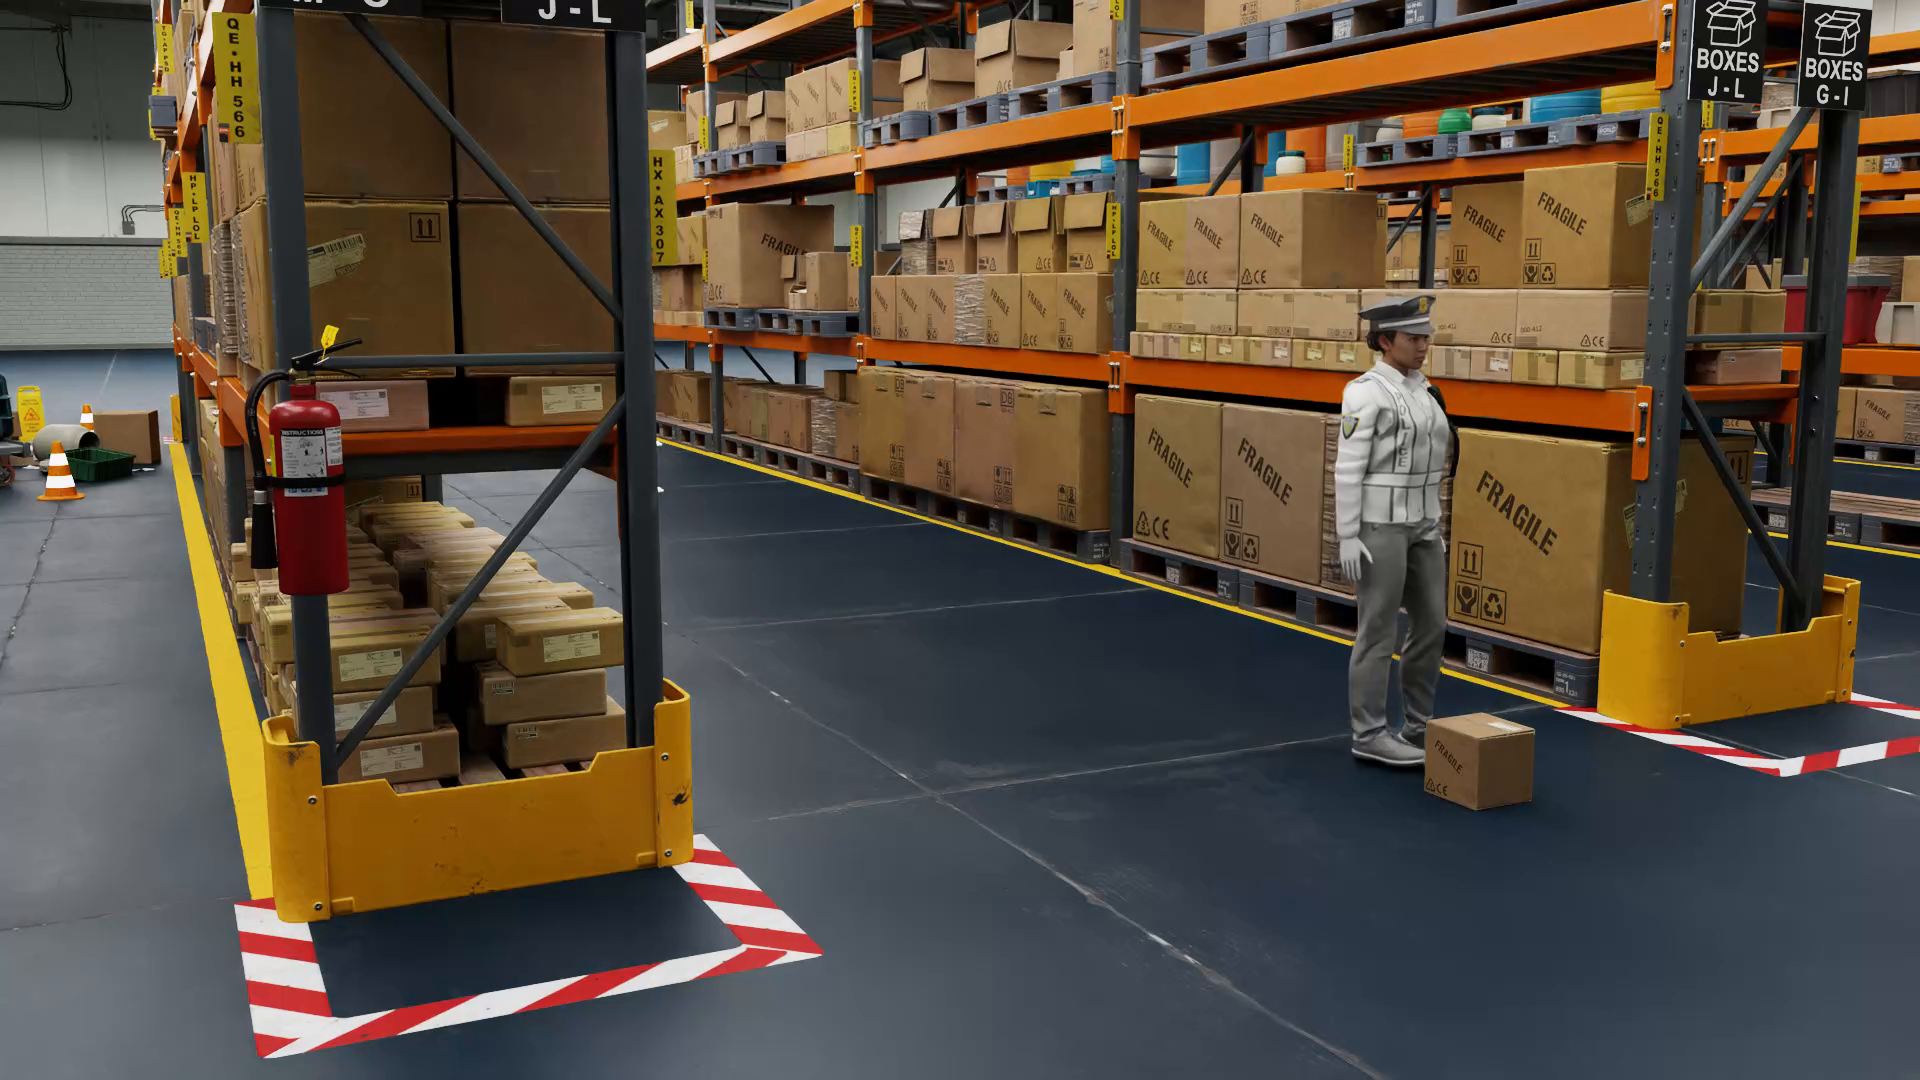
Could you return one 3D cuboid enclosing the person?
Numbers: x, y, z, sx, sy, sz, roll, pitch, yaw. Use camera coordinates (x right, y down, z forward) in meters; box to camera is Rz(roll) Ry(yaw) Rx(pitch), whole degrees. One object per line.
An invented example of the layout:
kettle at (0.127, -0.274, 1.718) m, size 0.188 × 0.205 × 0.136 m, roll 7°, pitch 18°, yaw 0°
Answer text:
person at (1.576, -0.002, 5.927) m, size 0.520 × 1.727 × 0.377 m, roll -8°, pitch 12°, yaw -42°
